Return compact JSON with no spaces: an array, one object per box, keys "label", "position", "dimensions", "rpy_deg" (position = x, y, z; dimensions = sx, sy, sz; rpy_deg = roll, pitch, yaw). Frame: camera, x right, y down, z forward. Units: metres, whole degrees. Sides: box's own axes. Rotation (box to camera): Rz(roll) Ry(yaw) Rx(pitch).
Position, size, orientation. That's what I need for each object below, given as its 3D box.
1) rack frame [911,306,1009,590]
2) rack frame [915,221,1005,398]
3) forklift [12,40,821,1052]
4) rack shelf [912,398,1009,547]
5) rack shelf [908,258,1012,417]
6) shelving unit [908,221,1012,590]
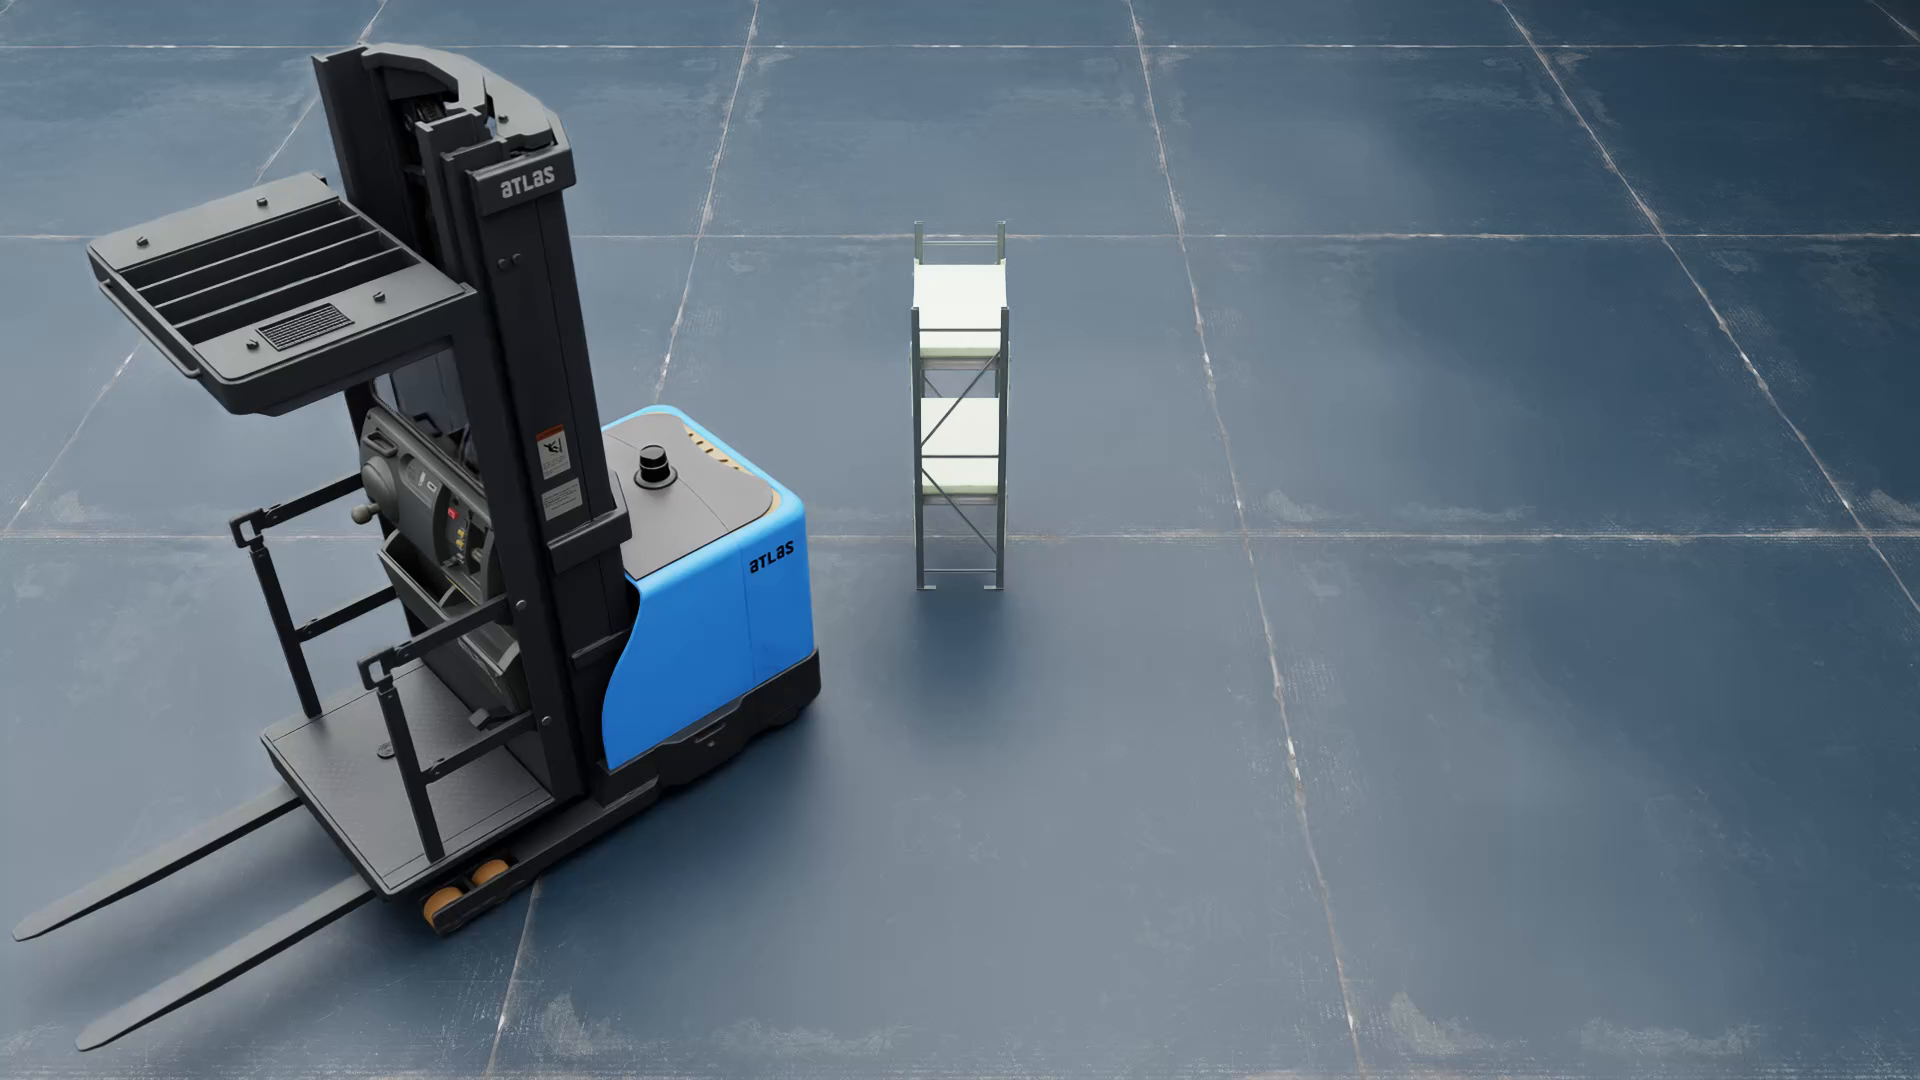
[{"label":"rack frame","position":[0.000,-0.361,7.246],"dimensions":[0.400,1.500,0.023],"rpy_deg":[0,39,0]},{"label":"rack frame","position":[0.000,-0.818,7.817],"dimensions":[0.400,1.500,0.023],"rpy_deg":[0,39,0]},{"label":"forklift","position":[-2.024,-0.060,5.727],"dimensions":[3.031,2.935,1.130],"rpy_deg":[-30,47,-32]},{"label":"rack shelf","position":[0.000,-0.335,7.736],"dimensions":[0.431,0.370,0.720],"rpy_deg":[0,39,0]},{"label":"rack shelf","position":[0.000,-0.894,7.288],"dimensions":[0.431,0.370,0.720],"rpy_deg":[0,39,0]},{"label":"shelving unit","position":[0.000,-0.589,7.532],"dimensions":[0.431,1.500,0.755],"rpy_deg":[0,39,0]}]
